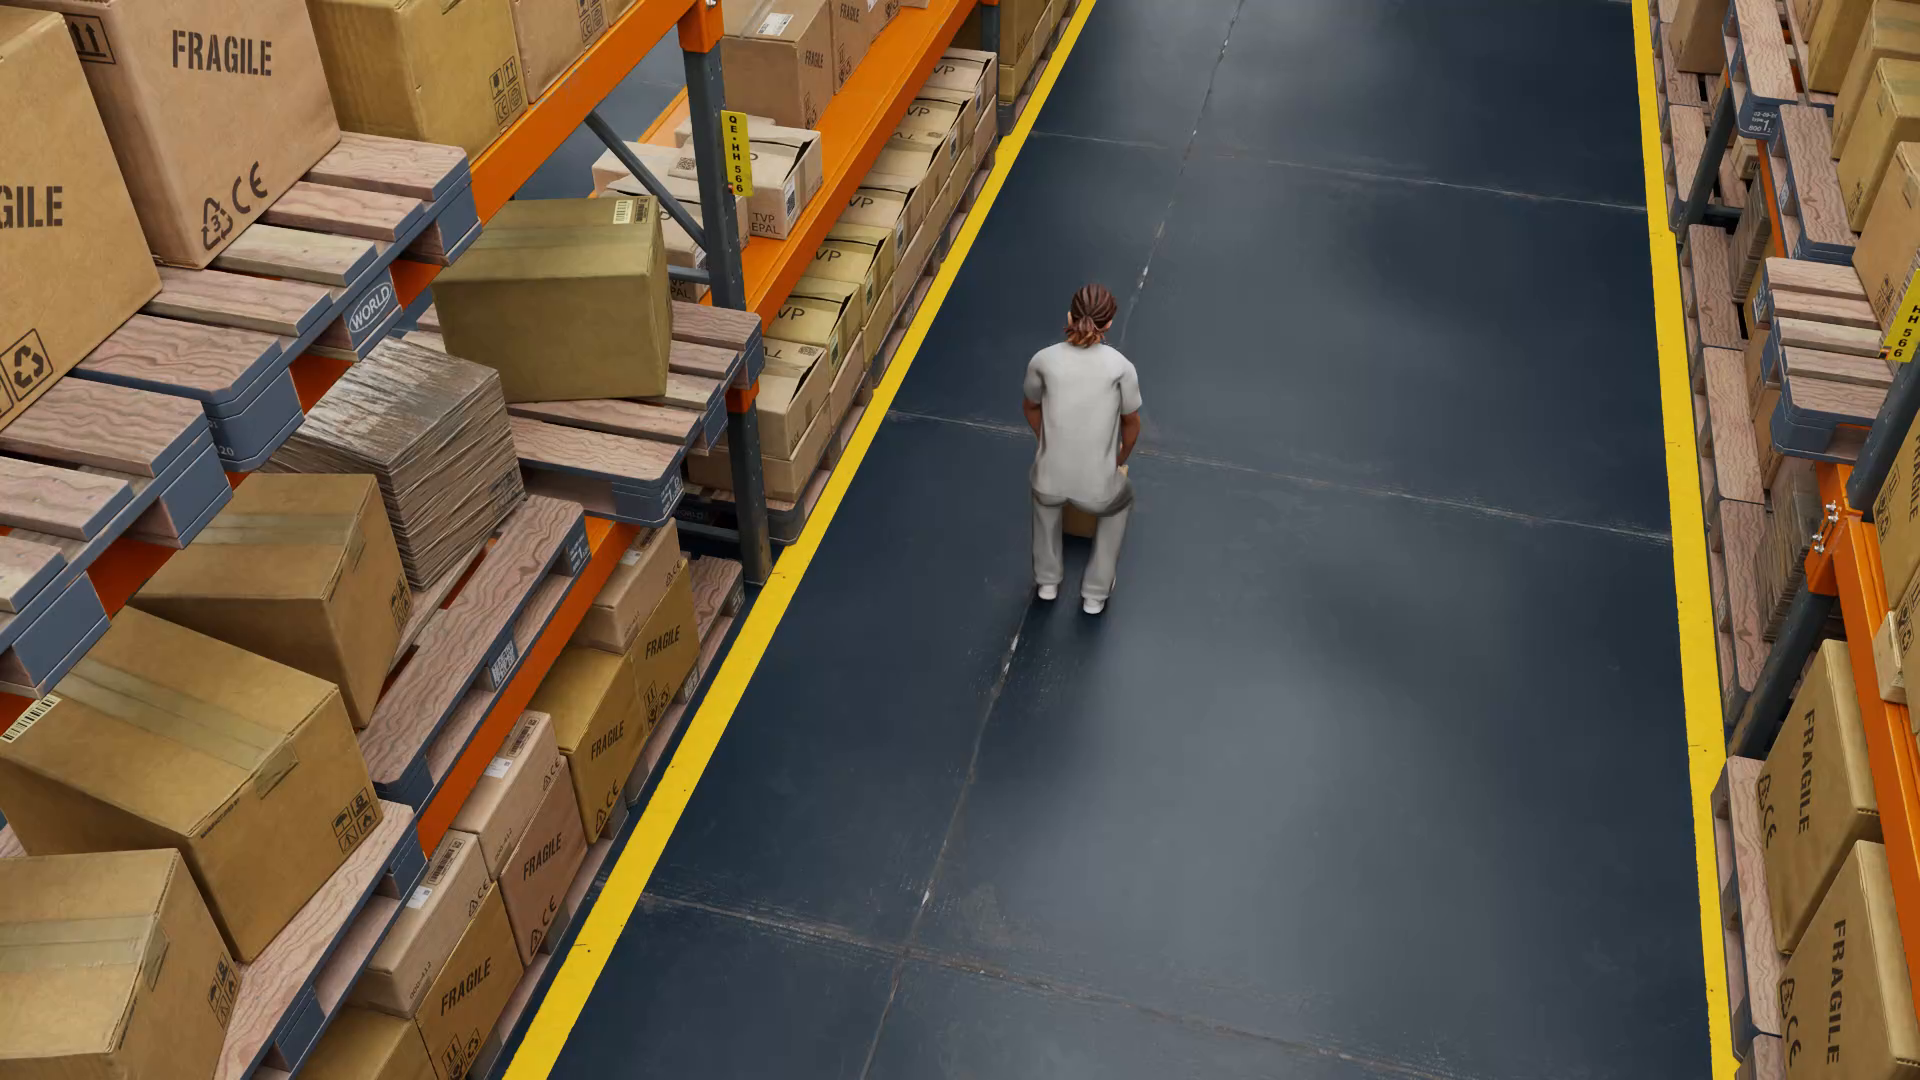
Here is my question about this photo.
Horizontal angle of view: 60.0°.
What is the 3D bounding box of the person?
[{"bbox_3d":[0.470,-0.340,6.791,0.491,1.362,0.652,10,42,11],"label":"person"}]
